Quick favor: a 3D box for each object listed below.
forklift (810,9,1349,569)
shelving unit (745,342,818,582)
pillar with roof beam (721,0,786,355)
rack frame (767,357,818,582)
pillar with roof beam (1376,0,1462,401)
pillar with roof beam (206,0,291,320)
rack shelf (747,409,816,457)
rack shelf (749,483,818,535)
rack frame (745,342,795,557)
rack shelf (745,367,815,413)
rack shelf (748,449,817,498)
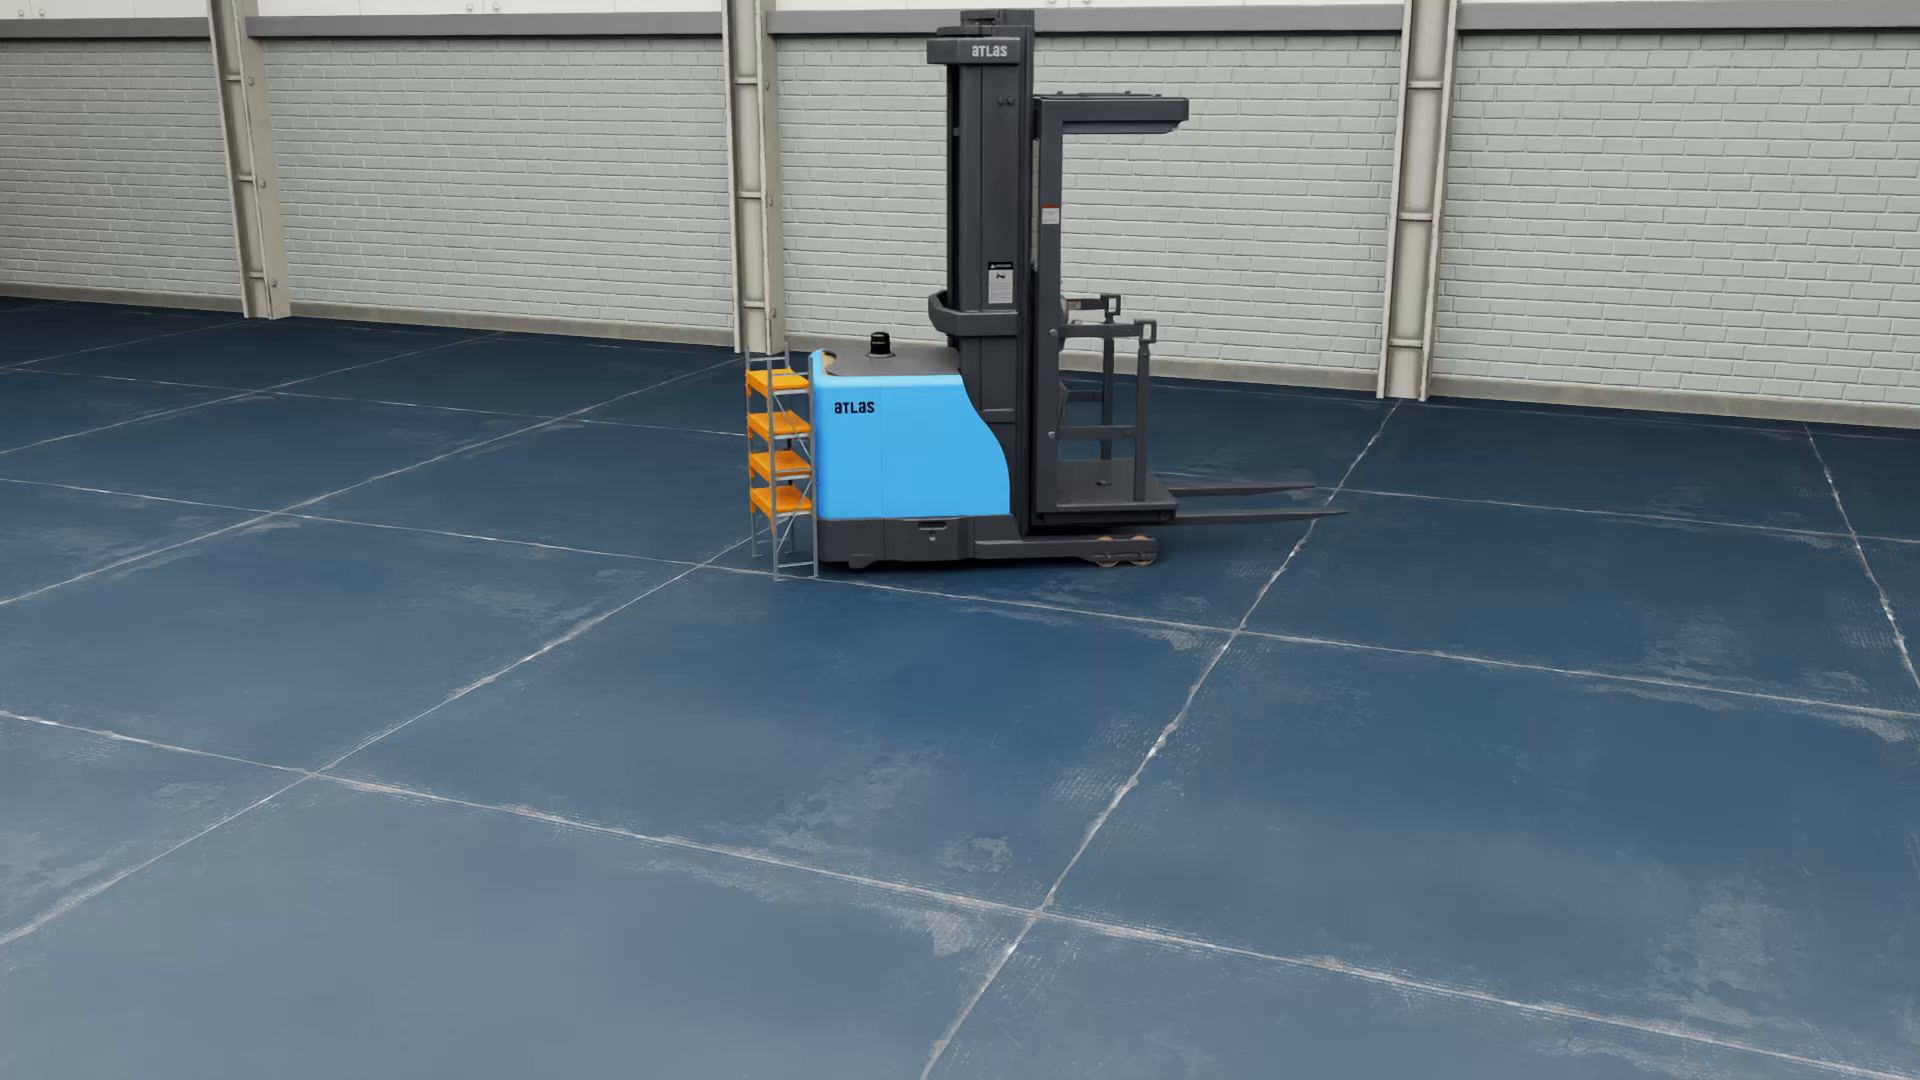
[{"bbox_3d":[0.670,-1.403,9.249,3.031,2.935,1.130,-2,16,-6],"label":"forklift"},{"bbox_3d":[-0.966,-0.429,9.000,0.258,1.200,0.503,-6,17,-20],"label":"shelving unit"},{"bbox_3d":[-3.488,-5.012,10.796,0.400,9.000,9.100,6,17,21],"label":"pillar with roof beam"},{"bbox_3d":[-0.882,-0.366,8.781,0.240,1.200,0.015,-6,17,-20],"label":"rack frame"},{"bbox_3d":[2.094,-4.398,8.681,0.400,9.000,9.100,6,17,21],"label":"pillar with roof beam"},{"bbox_3d":[-9.069,-5.625,12.910,0.400,9.000,9.100,6,17,21],"label":"pillar with roof beam"},{"bbox_3d":[-0.966,-0.580,8.957,0.258,0.148,0.480,-6,17,-20],"label":"rack shelf"},{"bbox_3d":[-0.966,-0.174,9.075,0.258,0.148,0.480,-6,17,-20],"label":"rack shelf"},{"bbox_3d":[-1.051,-0.493,9.220,0.240,1.200,0.015,-6,17,-20],"label":"rack frame"},{"bbox_3d":[-0.966,-0.807,8.891,0.258,0.148,0.480,-6,17,-20],"label":"rack shelf"},{"bbox_3d":[-0.966,-0.365,9.019,0.258,0.148,0.480,-6,17,-20],"label":"rack shelf"}]
